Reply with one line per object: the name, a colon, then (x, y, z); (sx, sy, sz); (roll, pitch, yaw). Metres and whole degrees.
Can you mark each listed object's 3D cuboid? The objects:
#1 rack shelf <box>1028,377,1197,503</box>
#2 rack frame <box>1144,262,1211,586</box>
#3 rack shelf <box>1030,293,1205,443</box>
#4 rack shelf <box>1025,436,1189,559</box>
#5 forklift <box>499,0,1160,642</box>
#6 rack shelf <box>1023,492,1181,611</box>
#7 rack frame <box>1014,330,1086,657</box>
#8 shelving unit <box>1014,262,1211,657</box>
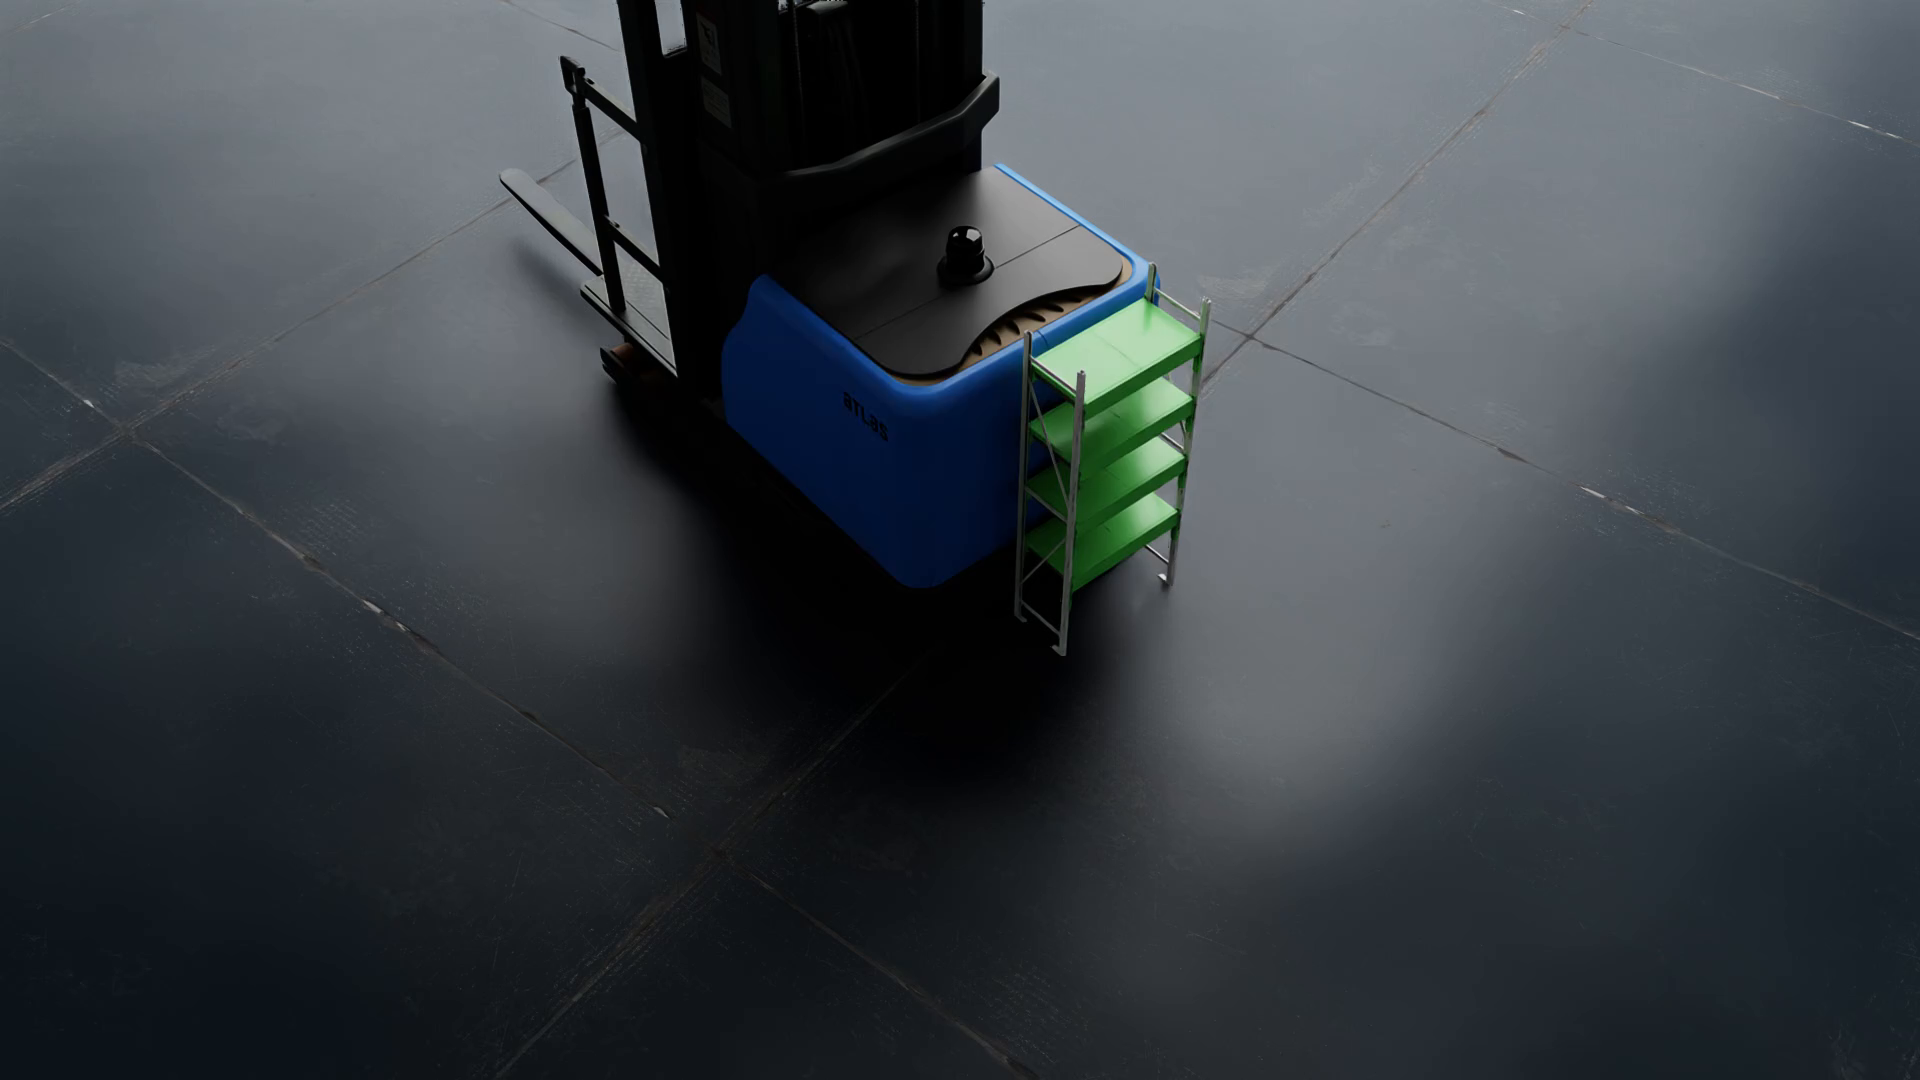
rack shelf: (0.448, -0.339, 5.000); (0.480, 0.148, 0.258); (-31, 54, -26)
rack frame: (0.635, -0.330, 5.236); (0.015, 1.200, 0.240); (-31, 54, -26)
rack shelf: (0.448, -0.504, 4.827); (0.480, 0.148, 0.258); (-31, 54, -26)
rack shelf: (0.448, -0.173, 5.174); (0.480, 0.148, 0.258); (-31, 54, -26)
forklift: (-0.695, -1.688, 5.336); (1.130, 2.935, 3.031); (-31, 54, -26)
rack shelf: (0.448, -0.007, 5.347); (0.480, 0.148, 0.258); (-31, 54, -26)
rack frame: (0.261, -0.104, 5.019); (0.015, 1.200, 0.240); (-31, 54, -26)
shelving unit: (0.448, -0.217, 5.128); (0.503, 1.200, 0.258); (-31, 54, -26)
